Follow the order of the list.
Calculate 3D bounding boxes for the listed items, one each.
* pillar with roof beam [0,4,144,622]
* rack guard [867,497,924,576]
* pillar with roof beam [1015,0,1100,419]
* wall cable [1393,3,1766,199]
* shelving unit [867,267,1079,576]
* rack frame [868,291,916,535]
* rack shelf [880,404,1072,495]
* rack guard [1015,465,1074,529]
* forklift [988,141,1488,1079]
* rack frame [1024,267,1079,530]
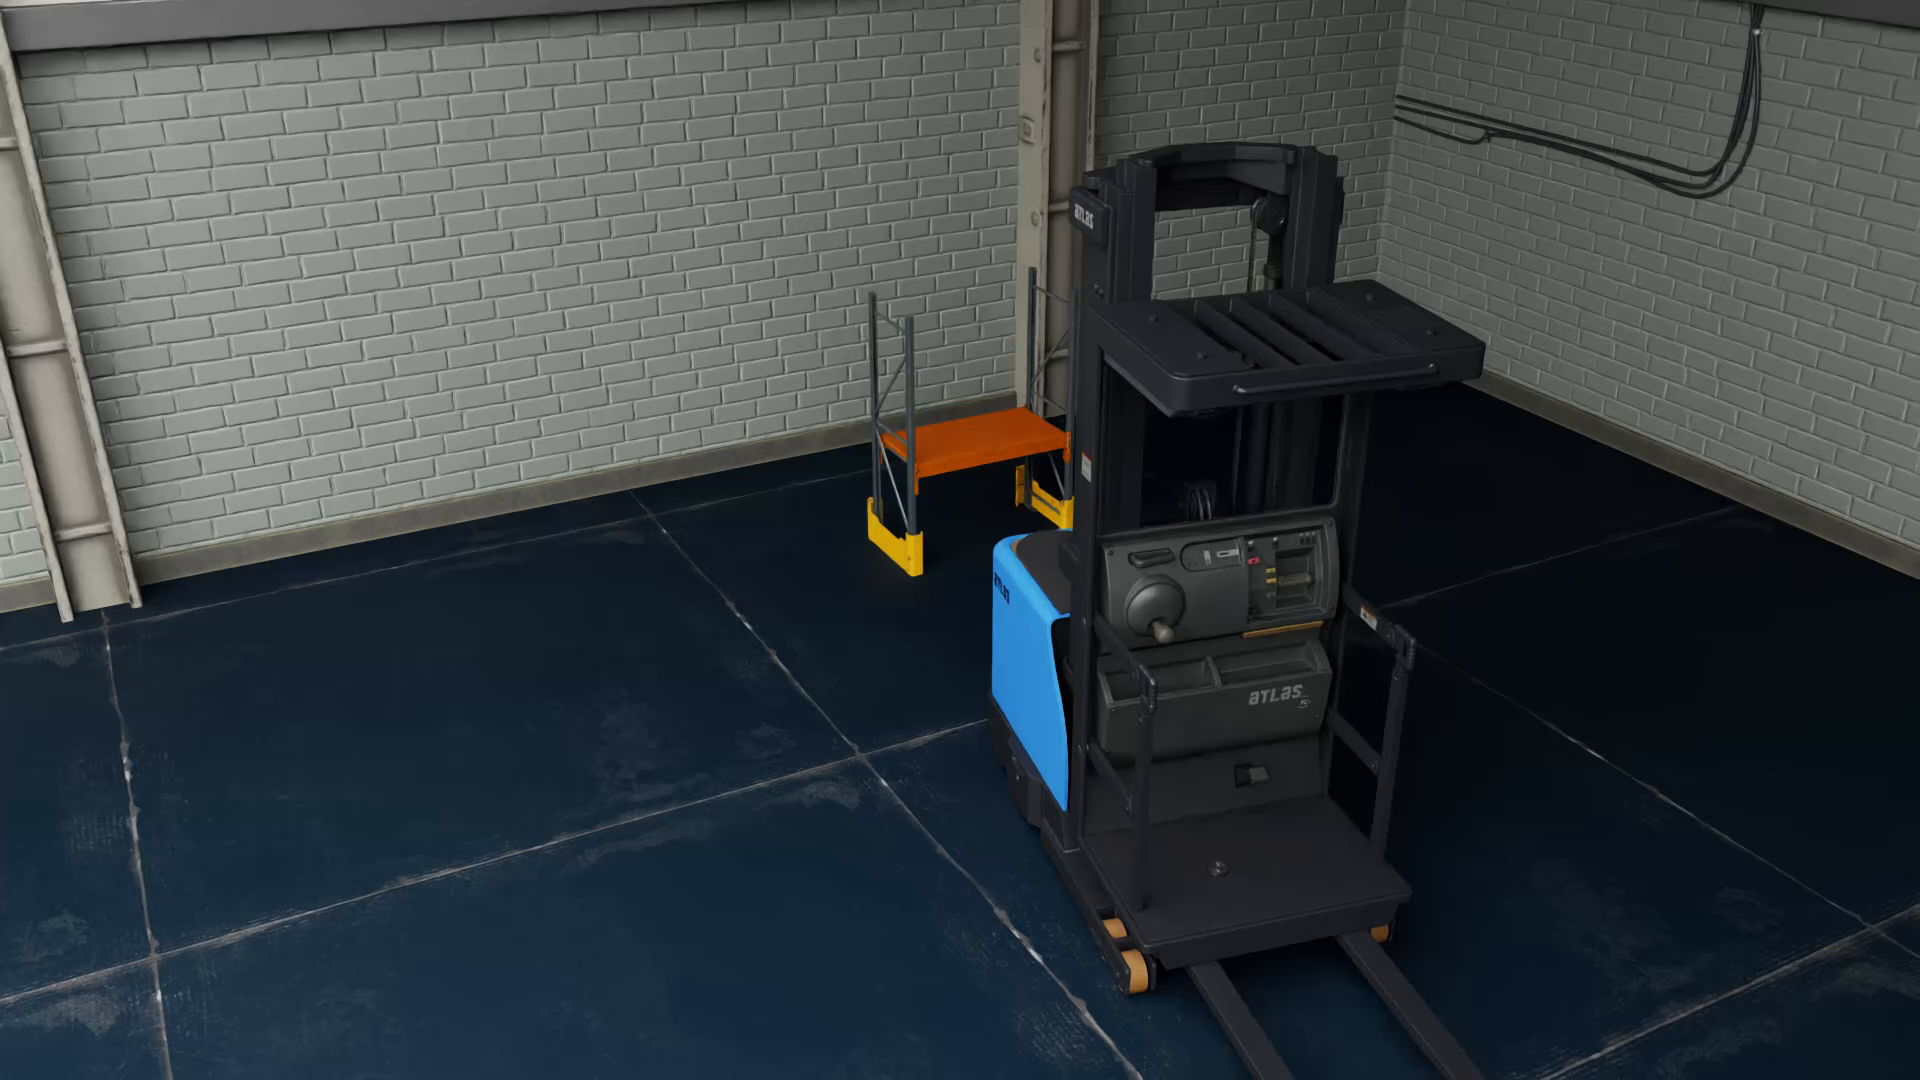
[{"bbox_3d":[-2.642,-2.072,3.670,0.400,9.000,9.100,-13,29,-25],"label":"pillar with roof beam"},{"bbox_3d":[-0.372,-0.027,9.517,0.087,0.250,0.587,-13,29,-25],"label":"rack guard"},{"bbox_3d":[2.652,-3.295,6.215,0.400,9.000,9.100,-13,29,-25],"label":"pillar with roof beam"},{"bbox_3d":[3.848,-3.634,10.509,0.112,2.526,3.097,-13,29,-25],"label":"wall cable"},{"bbox_3d":[0.067,-0.692,9.458,1.083,1.500,0.587,-13,29,-25],"label":"shelving unit"},{"bbox_3d":[-0.373,-0.590,9.246,0.032,1.500,0.500,-13,29,-25],"label":"rack frame"},{"bbox_3d":[0.075,-0.531,9.539,1.000,0.185,0.538,-13,29,-25],"label":"rack shelf"},{"bbox_3d":[0.507,-0.230,9.939,0.087,0.250,0.587,-13,29,-25],"label":"rack guard"},{"bbox_3d":[1.039,0.184,5.980,1.130,2.935,3.031,-7,27,-15],"label":"forklift"},{"bbox_3d":[0.524,-0.797,9.677,0.032,1.500,0.500,-13,29,-25],"label":"rack frame"}]
